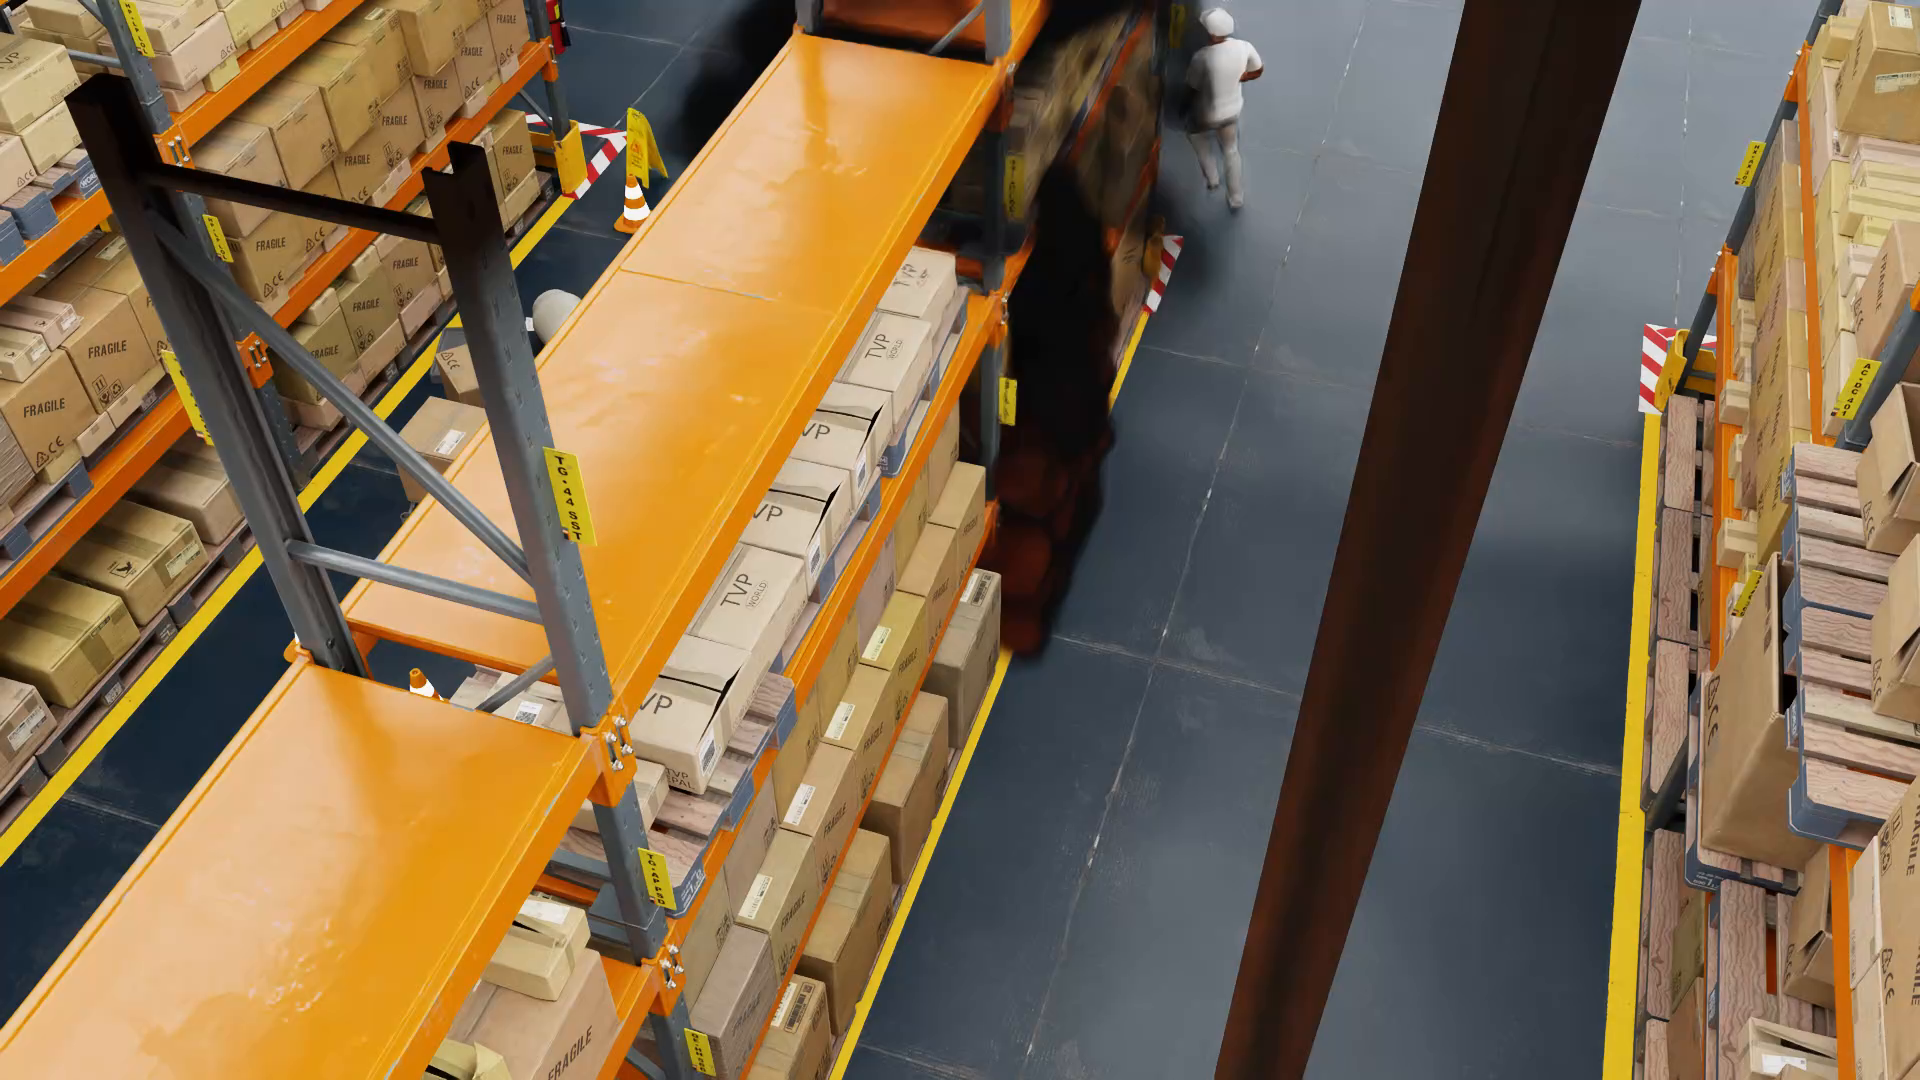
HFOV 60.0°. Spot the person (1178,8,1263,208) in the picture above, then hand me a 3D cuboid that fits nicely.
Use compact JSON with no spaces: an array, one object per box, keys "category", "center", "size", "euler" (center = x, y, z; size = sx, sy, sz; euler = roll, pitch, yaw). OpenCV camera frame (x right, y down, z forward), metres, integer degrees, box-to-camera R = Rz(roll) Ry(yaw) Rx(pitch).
[{"category":"person","center":[2.022,-3.479,13.331],"size":[0.764,1.710,0.600],"euler":[-13,47,-13]}]
